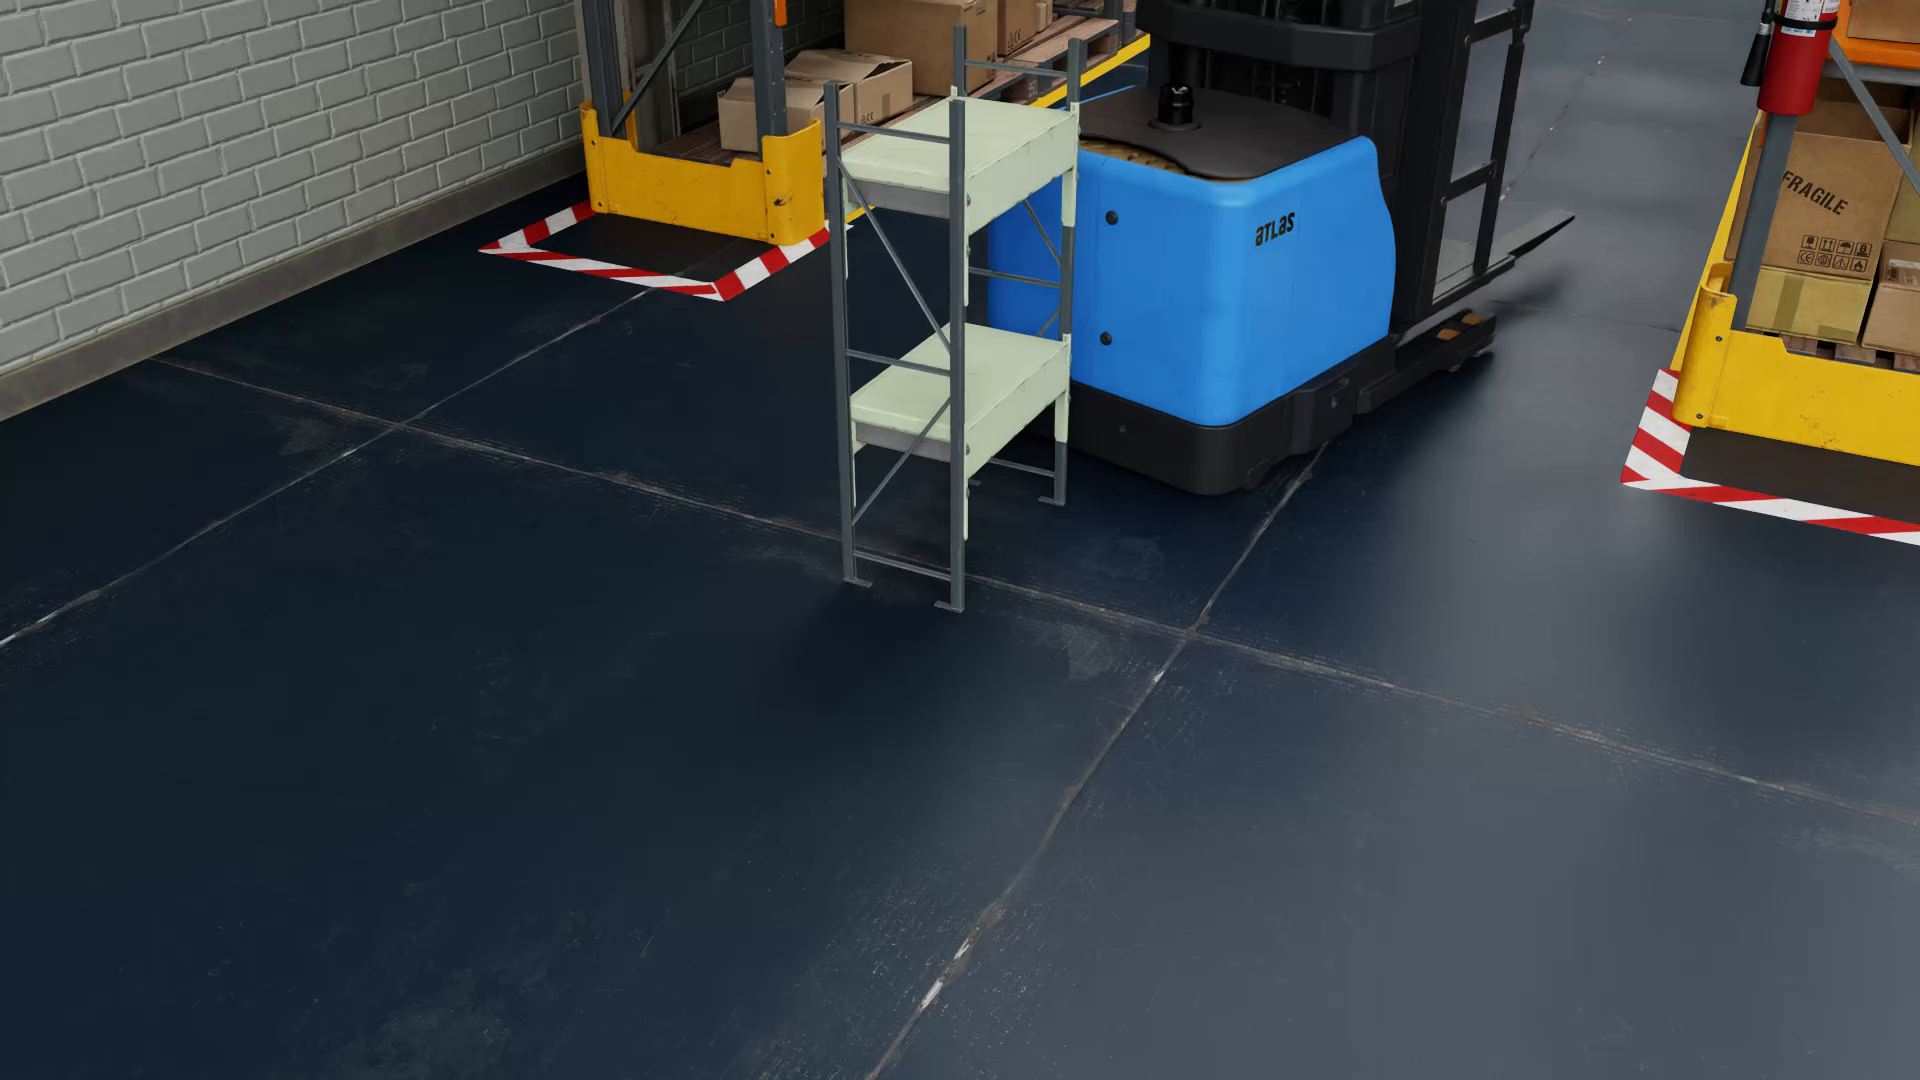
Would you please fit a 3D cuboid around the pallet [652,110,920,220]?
[{"bbox_3d":[-0.809,-1.983,8.492,1.003,0.211,1.213,14,33,23],"label":"pallet"}]

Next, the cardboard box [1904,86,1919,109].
[{"bbox_3d":[4.051,-1.633,6.669,0.500,0.500,0.500,14,33,23],"label":"cardboard box"}]

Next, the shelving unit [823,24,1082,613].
[{"bbox_3d":[-0.003,-0.647,4.871,0.431,1.500,0.755,14,33,23],"label":"shelving unit"}]

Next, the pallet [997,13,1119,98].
[{"bbox_3d":[0.302,-3.065,10.375,1.003,0.211,1.213,14,33,23],"label":"pallet"}]

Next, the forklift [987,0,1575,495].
[{"bbox_3d":[1.439,-2.064,5.902,1.130,2.935,3.031,24,38,36],"label":"forklift"}]

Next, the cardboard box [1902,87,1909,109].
[{"bbox_3d":[4.294,-1.851,7.048,0.500,0.500,0.500,14,33,23],"label":"cardboard box"}]

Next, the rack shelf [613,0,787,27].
[{"bbox_3d":[-0.334,-3.381,8.849,1.077,0.370,4.000,14,33,23],"label":"rack shelf"}]

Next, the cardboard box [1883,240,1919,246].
[{"bbox_3d":[3.833,-1.084,6.465,0.500,0.250,0.500,14,33,23],"label":"cardboard box"}]

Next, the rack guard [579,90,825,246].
[{"bbox_3d":[-1.211,-1.756,7.807,1.175,0.500,0.348,14,33,23],"label":"rack guard"}]

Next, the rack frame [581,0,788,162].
[{"bbox_3d":[-1.245,-2.807,7.125,1.000,3.000,0.127,14,33,23],"label":"rack frame"}]

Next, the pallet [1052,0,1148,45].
[{"bbox_3d":[0.930,-3.716,11.509,1.003,0.211,1.213,14,33,23],"label":"pallet"}]

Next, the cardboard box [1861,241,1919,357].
[{"bbox_3d":[3.609,-0.862,6.078,0.500,0.250,0.500,14,33,23],"label":"cardboard box"}]

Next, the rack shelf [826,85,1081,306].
[{"bbox_3d":[-0.003,-0.986,4.677,0.431,0.370,0.720,14,33,23],"label":"rack shelf"}]

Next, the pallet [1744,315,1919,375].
[{"bbox_3d":[3.477,-0.824,6.473,1.003,0.211,1.213,14,33,23],"label":"pallet"}]

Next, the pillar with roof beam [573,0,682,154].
[{"bbox_3d":[2.136,-4.938,4.813,9.100,9.000,0.400,14,33,23],"label":"pillar with roof beam"}]

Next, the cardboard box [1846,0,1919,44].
[{"bbox_3d":[3.390,-1.932,5.502,0.700,0.500,0.500,14,33,23],"label":"cardboard box"}]

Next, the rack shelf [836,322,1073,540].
[{"bbox_3d":[-0.003,-0.365,5.034,0.431,0.370,0.720,14,33,23],"label":"rack shelf"}]

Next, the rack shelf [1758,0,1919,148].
[{"bbox_3d":[4.077,-2.259,6.895,1.077,0.370,4.000,14,33,23],"label":"rack shelf"}]

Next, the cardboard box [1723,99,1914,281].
[{"bbox_3d":[3.146,-1.305,6.096,0.500,0.500,0.500,14,33,23],"label":"cardboard box"}]

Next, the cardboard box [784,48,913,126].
[{"bbox_3d":[-0.590,-2.371,8.624,0.500,0.311,0.500,17,34,27],"label":"cardboard box"}]

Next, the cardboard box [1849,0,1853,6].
[{"bbox_3d":[3.625,-2.166,5.909,0.700,0.500,0.500,15,33,25],"label":"cardboard box"}]

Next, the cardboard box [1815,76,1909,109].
[{"bbox_3d":[3.588,-1.751,6.874,0.500,0.500,0.500,14,33,23],"label":"cardboard box"}]

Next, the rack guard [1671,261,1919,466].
[{"bbox_3d":[3.155,-0.590,5.775,1.175,0.500,0.348,14,33,23],"label":"rack guard"}]

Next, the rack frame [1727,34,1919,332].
[{"bbox_3d":[3.166,-1.685,5.171,1.000,3.000,0.127,14,33,23],"label":"rack frame"}]

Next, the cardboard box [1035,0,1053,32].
[{"bbox_3d":[0.360,-3.298,10.385,0.380,0.166,0.250,10,31,17],"label":"cardboard box"}]

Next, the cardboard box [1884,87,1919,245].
[{"bbox_3d":[3.835,-1.409,6.278,0.500,0.500,0.500,14,33,23],"label":"cardboard box"}]

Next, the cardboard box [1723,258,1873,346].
[{"bbox_3d":[3.147,-0.979,6.282,0.500,0.250,0.500,14,33,23],"label":"cardboard box"}]

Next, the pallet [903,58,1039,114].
[{"bbox_3d":[-0.252,-2.522,9.430,1.003,0.211,1.213,14,33,23],"label":"pallet"}]

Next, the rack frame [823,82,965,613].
[{"bbox_3d":[-0.170,-0.485,4.589,0.400,1.500,0.023,14,33,23],"label":"rack frame"}]

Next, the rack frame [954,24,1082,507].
[{"bbox_3d":[0.164,-0.810,5.154,0.400,1.500,0.023,14,33,23],"label":"rack frame"}]

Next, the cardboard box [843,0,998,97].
[{"bbox_3d":[-0.212,-2.766,9.124,0.700,0.500,0.500,12,32,20],"label":"cardboard box"}]

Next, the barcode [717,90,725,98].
[{"bbox_3d":[-1.198,-2.221,8.354,0.001,0.075,0.075,14,33,23],"label":"barcode"}]

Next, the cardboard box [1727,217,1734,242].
[{"bbox_3d":[3.365,-1.203,6.673,0.500,0.250,0.500,14,33,23],"label":"cardboard box"}]

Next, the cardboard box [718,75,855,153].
[{"bbox_3d":[-0.850,-2.118,8.184,0.500,0.311,0.500,11,32,18],"label":"cardboard box"}]

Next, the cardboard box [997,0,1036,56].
[{"bbox_3d":[0.140,-3.218,9.909,0.500,0.500,0.500,12,32,20],"label":"cardboard box"}]

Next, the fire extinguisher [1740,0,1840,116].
[{"bbox_3d":[2.699,-1.704,5.283,0.296,0.674,0.183,14,33,23],"label":"fire extinguisher"}]

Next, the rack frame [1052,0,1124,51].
[{"bbox_3d":[0.577,-4.580,10.213,1.000,3.000,0.127,14,33,23],"label":"rack frame"}]
